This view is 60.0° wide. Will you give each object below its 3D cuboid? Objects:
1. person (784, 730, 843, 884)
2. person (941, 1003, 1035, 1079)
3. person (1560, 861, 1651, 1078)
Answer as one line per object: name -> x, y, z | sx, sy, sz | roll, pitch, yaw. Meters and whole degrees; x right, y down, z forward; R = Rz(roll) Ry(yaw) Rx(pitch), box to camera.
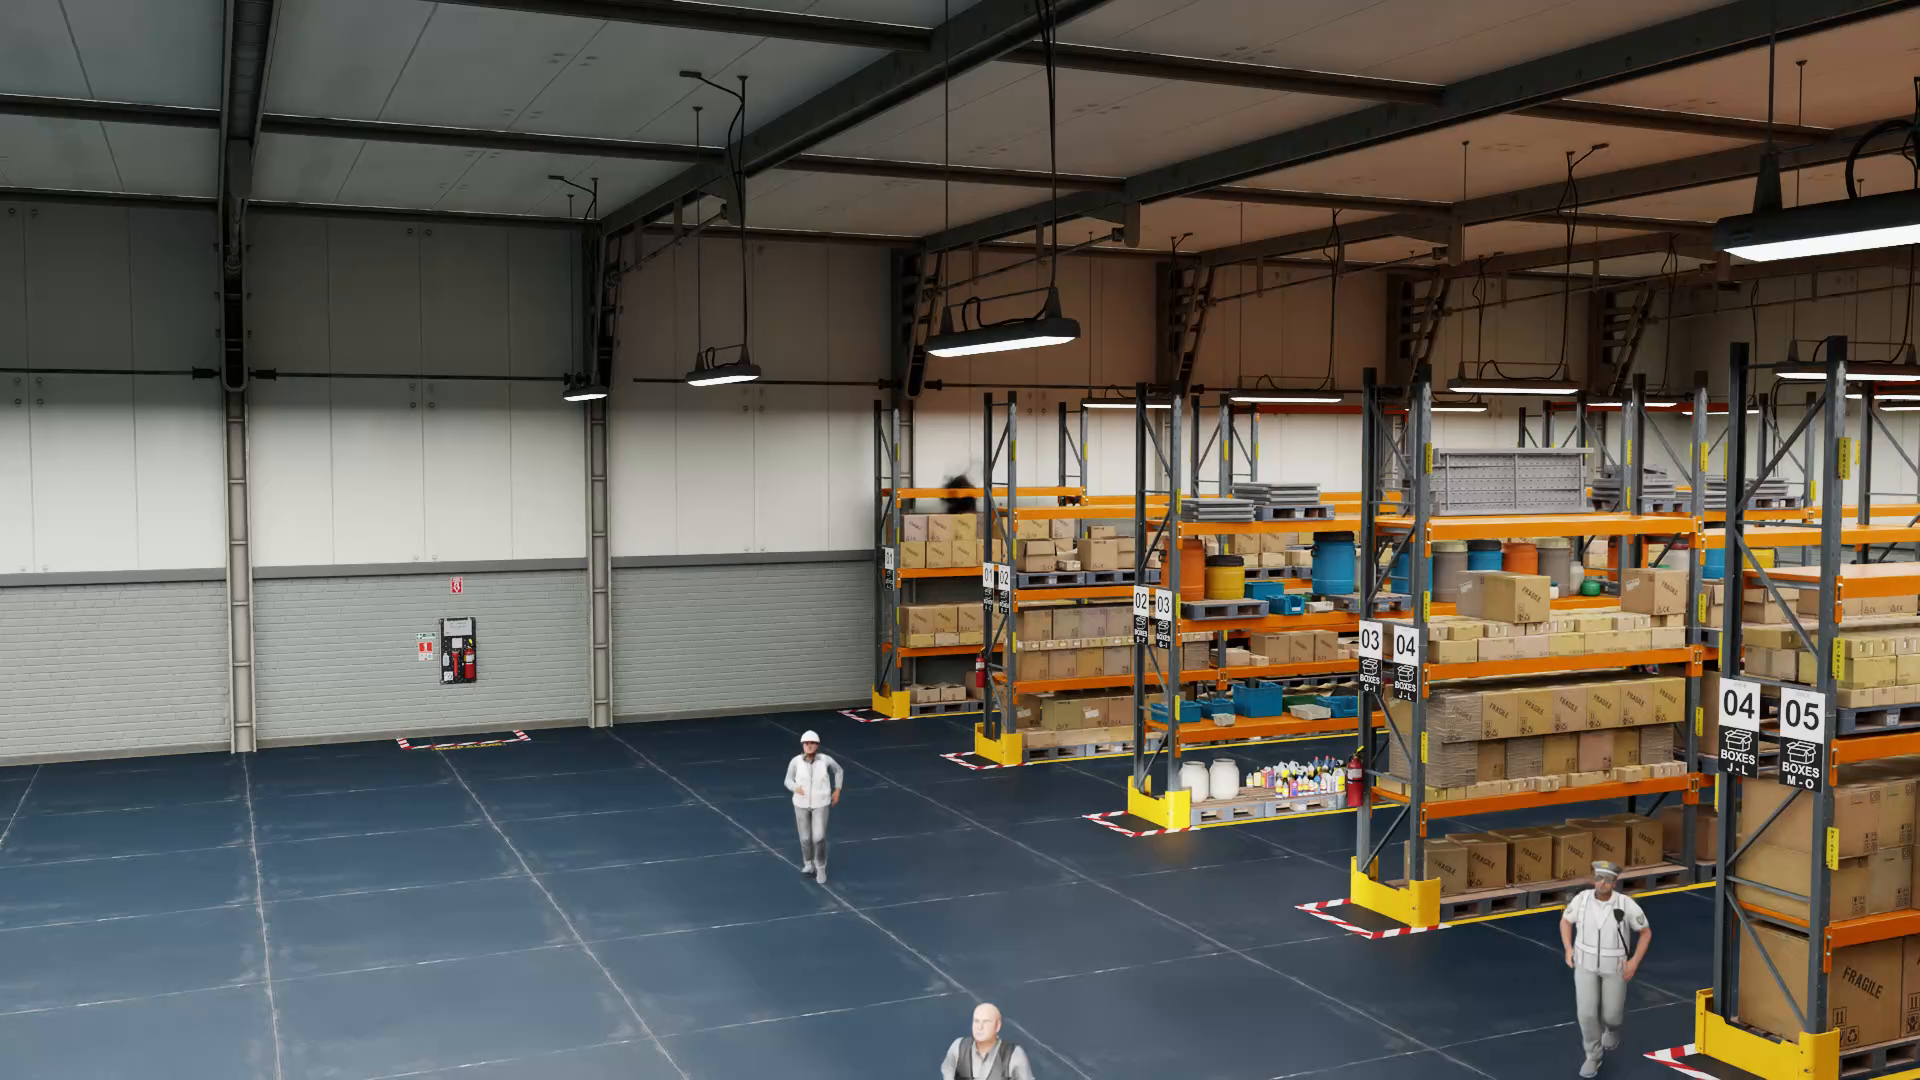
person -> -1.735, 3.156, 19.601 | 0.669, 1.829, 0.726 | 0, 3, 2
person -> 0.171, 3.720, 10.256 | 0.631, 1.738, 0.704 | 0, 3, 6
person -> 5.336, 3.501, 13.777 | 0.712, 1.762, 0.677 | 2, 4, 27
